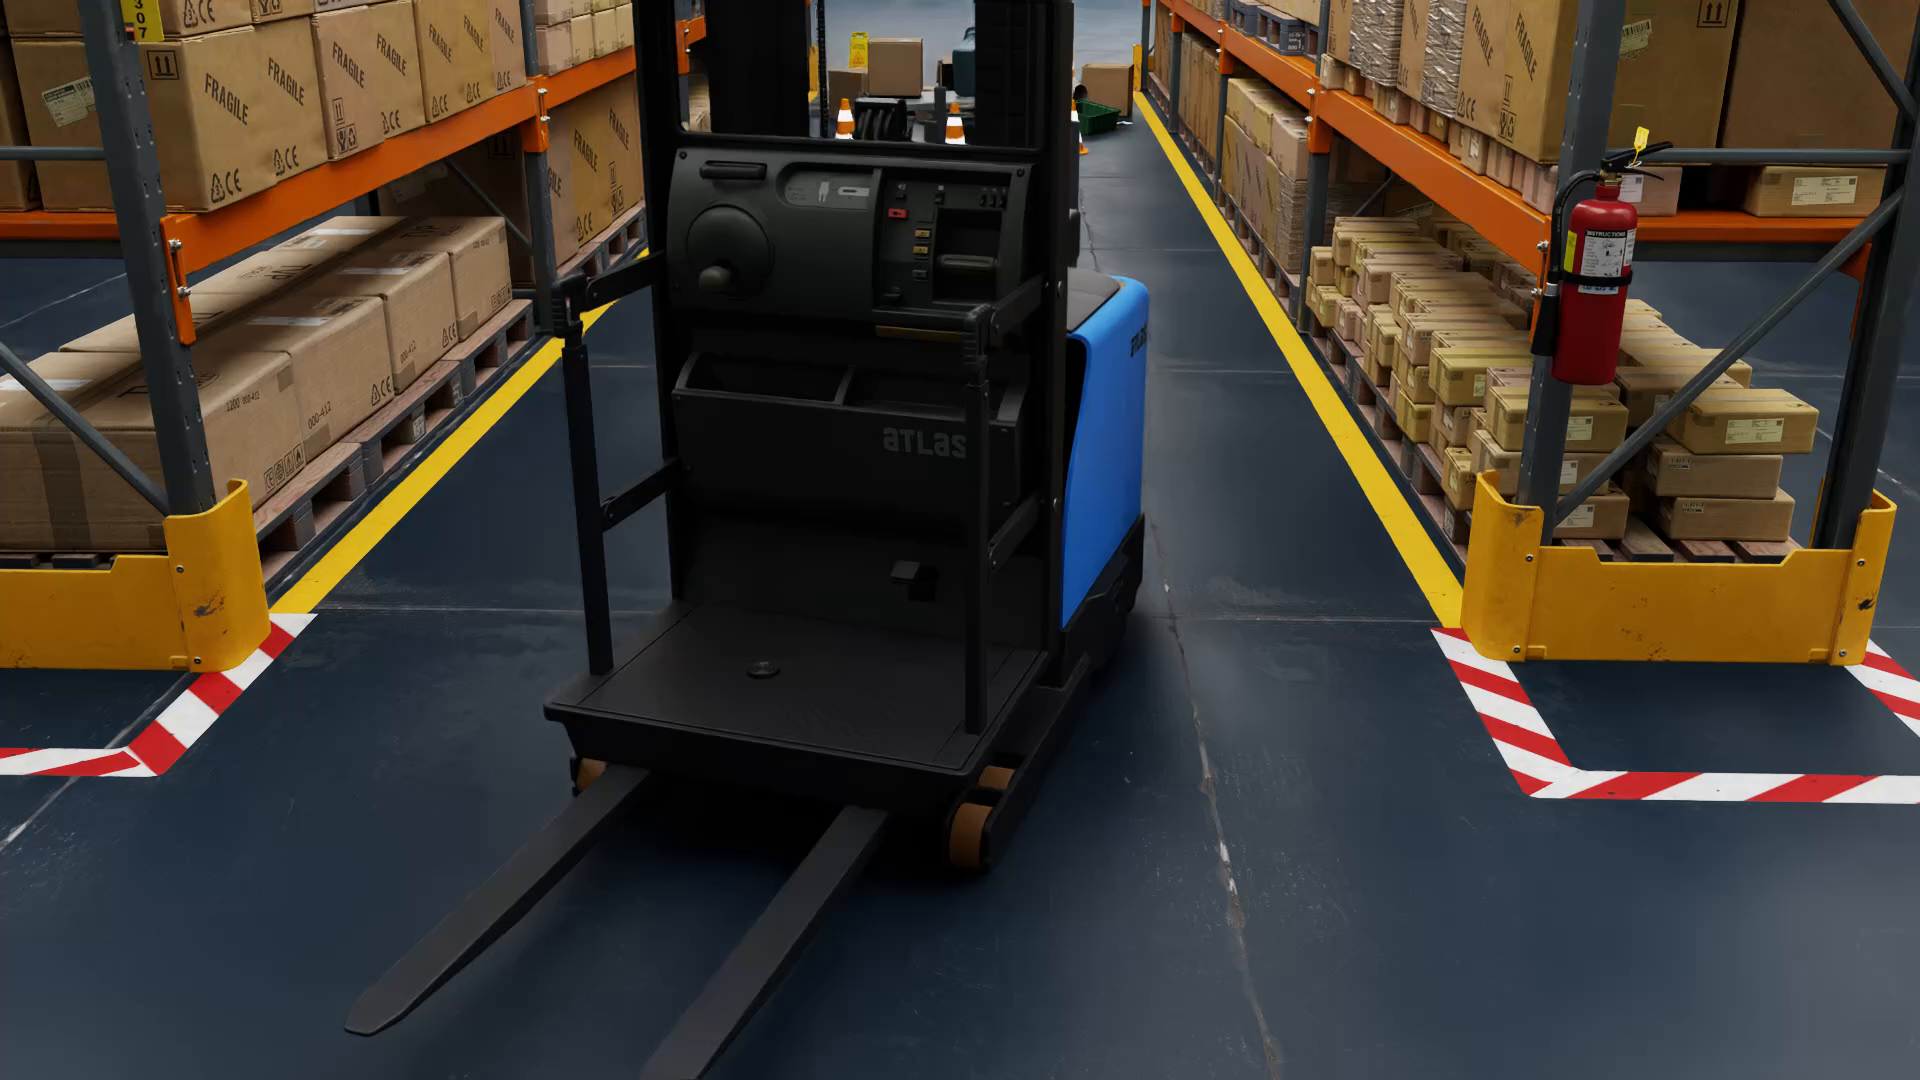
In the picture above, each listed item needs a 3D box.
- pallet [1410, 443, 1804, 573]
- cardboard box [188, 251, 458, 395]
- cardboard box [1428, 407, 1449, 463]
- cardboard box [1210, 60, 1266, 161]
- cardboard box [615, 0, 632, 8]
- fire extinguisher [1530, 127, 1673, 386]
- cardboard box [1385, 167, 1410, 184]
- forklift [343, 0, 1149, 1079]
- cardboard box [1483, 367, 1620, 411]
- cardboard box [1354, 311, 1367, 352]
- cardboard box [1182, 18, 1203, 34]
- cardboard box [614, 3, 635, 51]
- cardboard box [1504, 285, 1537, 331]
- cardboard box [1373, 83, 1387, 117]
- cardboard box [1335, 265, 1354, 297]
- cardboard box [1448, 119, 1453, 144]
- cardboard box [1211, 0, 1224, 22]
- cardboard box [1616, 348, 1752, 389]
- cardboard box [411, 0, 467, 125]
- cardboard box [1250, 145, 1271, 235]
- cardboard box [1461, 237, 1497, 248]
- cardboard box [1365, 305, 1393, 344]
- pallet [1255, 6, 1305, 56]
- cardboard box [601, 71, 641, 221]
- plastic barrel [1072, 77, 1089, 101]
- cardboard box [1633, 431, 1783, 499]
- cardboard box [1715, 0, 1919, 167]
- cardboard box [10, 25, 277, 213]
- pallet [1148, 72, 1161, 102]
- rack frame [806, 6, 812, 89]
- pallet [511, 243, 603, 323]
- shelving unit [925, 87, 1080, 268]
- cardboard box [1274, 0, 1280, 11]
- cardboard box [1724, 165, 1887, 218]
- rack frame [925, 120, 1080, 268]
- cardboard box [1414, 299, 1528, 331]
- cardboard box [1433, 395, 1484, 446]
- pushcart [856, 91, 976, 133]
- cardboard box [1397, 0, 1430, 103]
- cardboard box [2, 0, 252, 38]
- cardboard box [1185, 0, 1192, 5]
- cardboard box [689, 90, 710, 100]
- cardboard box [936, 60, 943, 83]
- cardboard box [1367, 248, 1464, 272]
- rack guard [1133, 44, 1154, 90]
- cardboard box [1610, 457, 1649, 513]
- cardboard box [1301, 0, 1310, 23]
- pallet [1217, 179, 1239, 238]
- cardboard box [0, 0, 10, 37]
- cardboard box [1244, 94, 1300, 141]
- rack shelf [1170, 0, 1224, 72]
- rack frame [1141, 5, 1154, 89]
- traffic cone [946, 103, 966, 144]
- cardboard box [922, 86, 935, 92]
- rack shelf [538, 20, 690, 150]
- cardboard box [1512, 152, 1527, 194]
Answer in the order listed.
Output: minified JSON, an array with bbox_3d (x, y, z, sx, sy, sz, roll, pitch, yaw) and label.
[{"bbox_3d":[2.246,-0.078,5.938,1.003,0.211,1.213,1,21,2],"label":"pallet"},{"bbox_3d":[-2.798,-0.973,7.351,0.875,0.438,0.875,0,21,0],"label":"cardboard box"},{"bbox_3d":[1.986,-0.394,6.259,0.380,0.149,0.250,1,21,2],"label":"cardboard box"},{"bbox_3d":[2.535,-3.316,12.957,1.050,0.750,0.750,0,21,1],"label":"cardboard box"},{"bbox_3d":[-2.307,-3.394,10.146,0.500,0.250,0.500,0,21,0],"label":"cardboard box"},{"bbox_3d":[1.715,-0.761,4.466,0.296,0.674,0.183,1,21,2],"label":"fire extinguisher"},{"bbox_3d":[2.592,-2.148,9.255,0.500,0.250,0.500,0,21,-1],"label":"cardboard box"},{"bbox_3d":[-0.349,-0.735,3.870,1.130,2.935,3.031,7,22,17],"label":"forklift"},{"bbox_3d":[2.012,-0.485,5.672,0.380,0.149,0.250,1,21,3],"label":"cardboard box"},{"bbox_3d":[2.052,-0.963,7.724,0.380,0.149,0.250,0,21,1],"label":"cardboard box"},{"bbox_3d":[2.638,-4.828,16.681,0.875,0.875,0.875,1,21,2],"label":"cardboard box"},{"bbox_3d":[-2.298,-3.160,10.235,0.500,0.250,0.500,0,21,1],"label":"cardboard box"},{"bbox_3d":[2.471,-0.955,6.881,0.380,0.149,0.250,1,21,2],"label":"cardboard box"},{"bbox_3d":[1.993,-1.907,7.145,0.380,0.149,0.250,1,21,3],"label":"cardboard box"},{"bbox_3d":[2.056,-1.289,8.153,0.380,0.149,0.250,1,21,2],"label":"cardboard box"},{"bbox_3d":[2.038,-1.526,6.162,0.380,0.149,0.250,0,21,-1],"label":"cardboard box"},{"bbox_3d":[2.172,-4.162,12.470,0.500,0.500,0.500,1,21,2],"label":"cardboard box"},{"bbox_3d":[2.563,-0.577,5.909,0.380,0.149,0.250,1,21,1],"label":"cardboard box"},{"bbox_3d":[-2.415,-2.029,6.974,0.500,0.500,0.500,0,21,1],"label":"cardboard box"},{"bbox_3d":[2.112,-2.175,10.363,0.500,0.500,0.500,0,21,0],"label":"cardboard box"},{"bbox_3d":[2.586,-1.333,7.856,0.380,0.149,0.250,0,21,1],"label":"cardboard box"},{"bbox_3d":[1.971,-0.913,7.184,0.380,0.149,0.250,0,21,1],"label":"cardboard box"},{"bbox_3d":[2.408,-3.144,10.250,1.003,0.211,1.213,1,21,2],"label":"pallet"},{"bbox_3d":[-2.659,-2.601,10.943,0.875,0.875,0.875,1,21,2],"label":"cardboard box"},{"bbox_3d":[1.050,-4.622,17.355,0.512,0.421,0.421,18,27,38],"label":"plastic barrel"},{"bbox_3d":[2.456,-0.249,5.473,0.380,0.149,0.250,2,21,4],"label":"cardboard box"},{"bbox_3d":[2.473,-1.402,4.945,0.500,0.500,0.500,2,21,4],"label":"cardboard box"},{"bbox_3d":[-2.466,-1.292,5.074,0.500,0.500,0.500,0,21,1],"label":"cardboard box"},{"bbox_3d":[2.724,-5.252,19.273,1.003,0.211,1.213,1,21,2],"label":"pallet"},{"bbox_3d":[-2.281,-6.860,19.562,1.000,3.000,0.127,1,21,2],"label":"rack frame"},{"bbox_3d":[-2.697,-1.501,9.606,1.003,0.211,1.213,1,21,2],"label":"pallet"},{"bbox_3d":[0.146,-0.836,6.110,0.538,1.500,1.048,0,21,1],"label":"shelving unit"},{"bbox_3d":[2.173,-3.389,10.384,0.380,0.149,0.250,1,21,2],"label":"cardboard box"},{"bbox_3d":[2.521,-1.053,4.944,0.380,0.149,0.250,0,21,1],"label":"cardboard box"},{"bbox_3d":[0.137,-0.652,5.636,0.500,1.500,0.032,0,21,1],"label":"rack frame"},{"bbox_3d":[2.035,-0.865,6.650,0.380,0.149,0.250,0,21,0],"label":"cardboard box"},{"bbox_3d":[1.928,-0.444,5.977,0.380,0.149,0.250,0,21,-1],"label":"cardboard box"},{"bbox_3d":[-0.122,-4.184,16.291,1.648,0.377,0.936,-7,22,-17],"label":"pushcart"},{"bbox_3d":[1.992,-1.957,6.377,0.500,0.500,0.500,2,21,4],"label":"cardboard box"},{"bbox_3d":[-2.468,-1.758,4.893,0.500,0.500,0.500,0,21,0],"label":"cardboard box"},{"bbox_3d":[2.231,-4.892,14.352,0.500,0.500,0.500,1,21,1],"label":"cardboard box"},{"bbox_3d":[-2.454,-3.683,14.427,0.950,0.372,0.625,1,21,3],"label":"cardboard box"},{"bbox_3d":[0.197,-5.033,18.305,0.797,0.503,0.637,-16,26,-35],"label":"cardboard box"},{"bbox_3d":[2.077,-1.240,7.615,0.380,0.149,0.250,0,21,0],"label":"cardboard box"},{"bbox_3d":[2.671,-5.685,19.991,1.175,0.500,0.348,1,21,2],"label":"rack guard"},{"bbox_3d":[2.446,-0.205,5.771,0.380,0.149,0.250,1,21,1],"label":"cardboard box"},{"bbox_3d":[2.144,-3.002,9.387,0.380,0.149,0.250,0,21,-1],"label":"cardboard box"},{"bbox_3d":[2.402,-2.367,11.837,1.003,0.211,1.213,1,21,2],"label":"pallet"},{"bbox_3d":[-2.990,-1.765,4.910,0.500,0.500,0.500,1,21,3],"label":"cardboard box"},{"bbox_3d":[2.121,-2.721,10.733,0.500,0.250,0.500,1,21,2],"label":"cardboard box"},{"bbox_3d":[2.488,-4.337,14.055,1.077,0.370,4.000,1,21,2],"label":"rack shelf"},{"bbox_3d":[2.670,-6.842,19.516,1.000,3.000,0.127,1,21,2],"label":"rack frame"},{"bbox_3d":[-0.050,-3.651,14.800,0.336,0.463,0.334,1,21,2],"label":"traffic cone"},{"bbox_3d":[-0.301,-5.035,18.800,0.380,0.149,0.250,13,25,29],"label":"cardboard box"},{"bbox_3d":[-2.585,-2.909,10.374,1.077,0.370,4.000,1,21,2],"label":"rack shelf"},{"bbox_3d":[1.956,-1.150,5.194,0.380,0.149,0.250,1,21,2],"label":"cardboard box"}]
